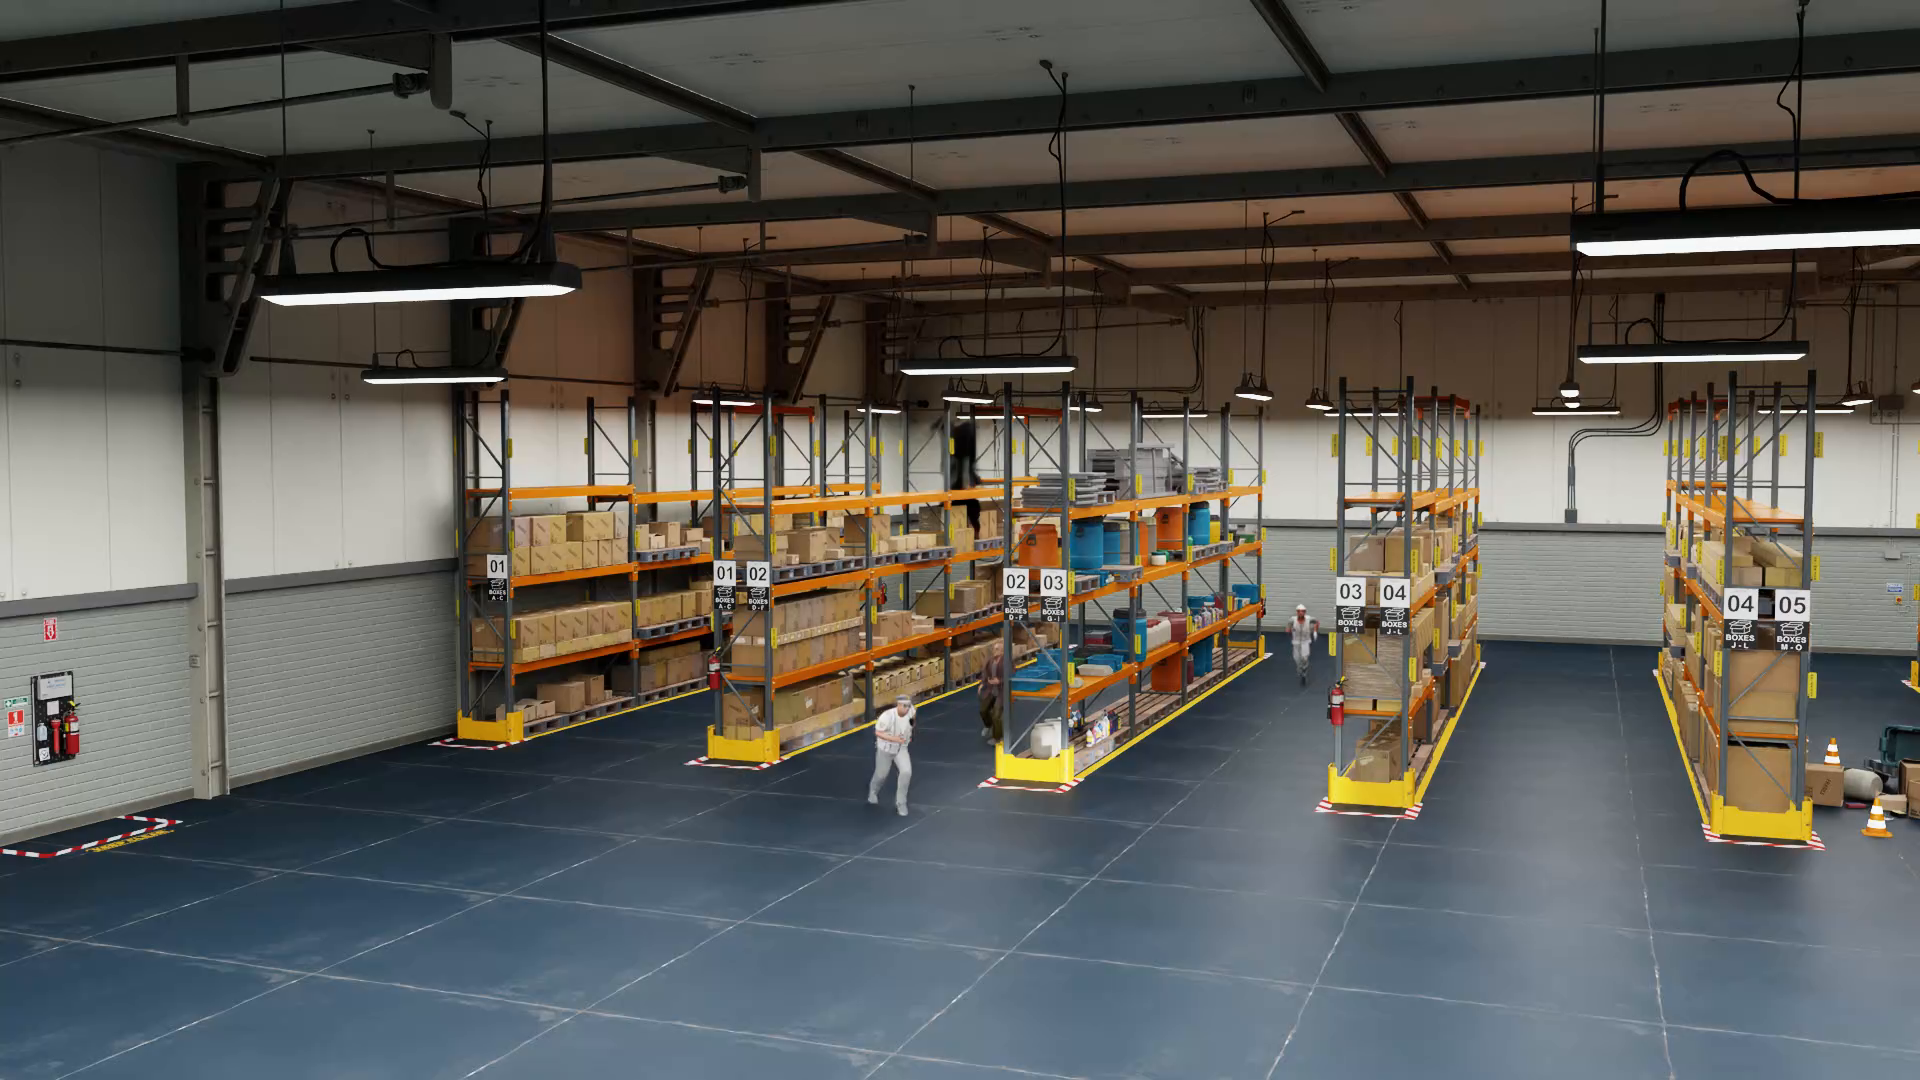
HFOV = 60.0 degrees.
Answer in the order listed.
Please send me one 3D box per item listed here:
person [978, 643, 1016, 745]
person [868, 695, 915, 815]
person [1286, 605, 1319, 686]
[{"bbox_3d":[0.618,2.603,28.129,0.806,1.734,0.598,2,4,27],"label":"person"},{"bbox_3d":[-0.953,2.943,23.011,0.707,1.719,1.014,-2,4,-33],"label":"person"},{"bbox_3d":[7.166,2.193,34.868,0.640,1.712,0.904,1,3,20],"label":"person"}]
